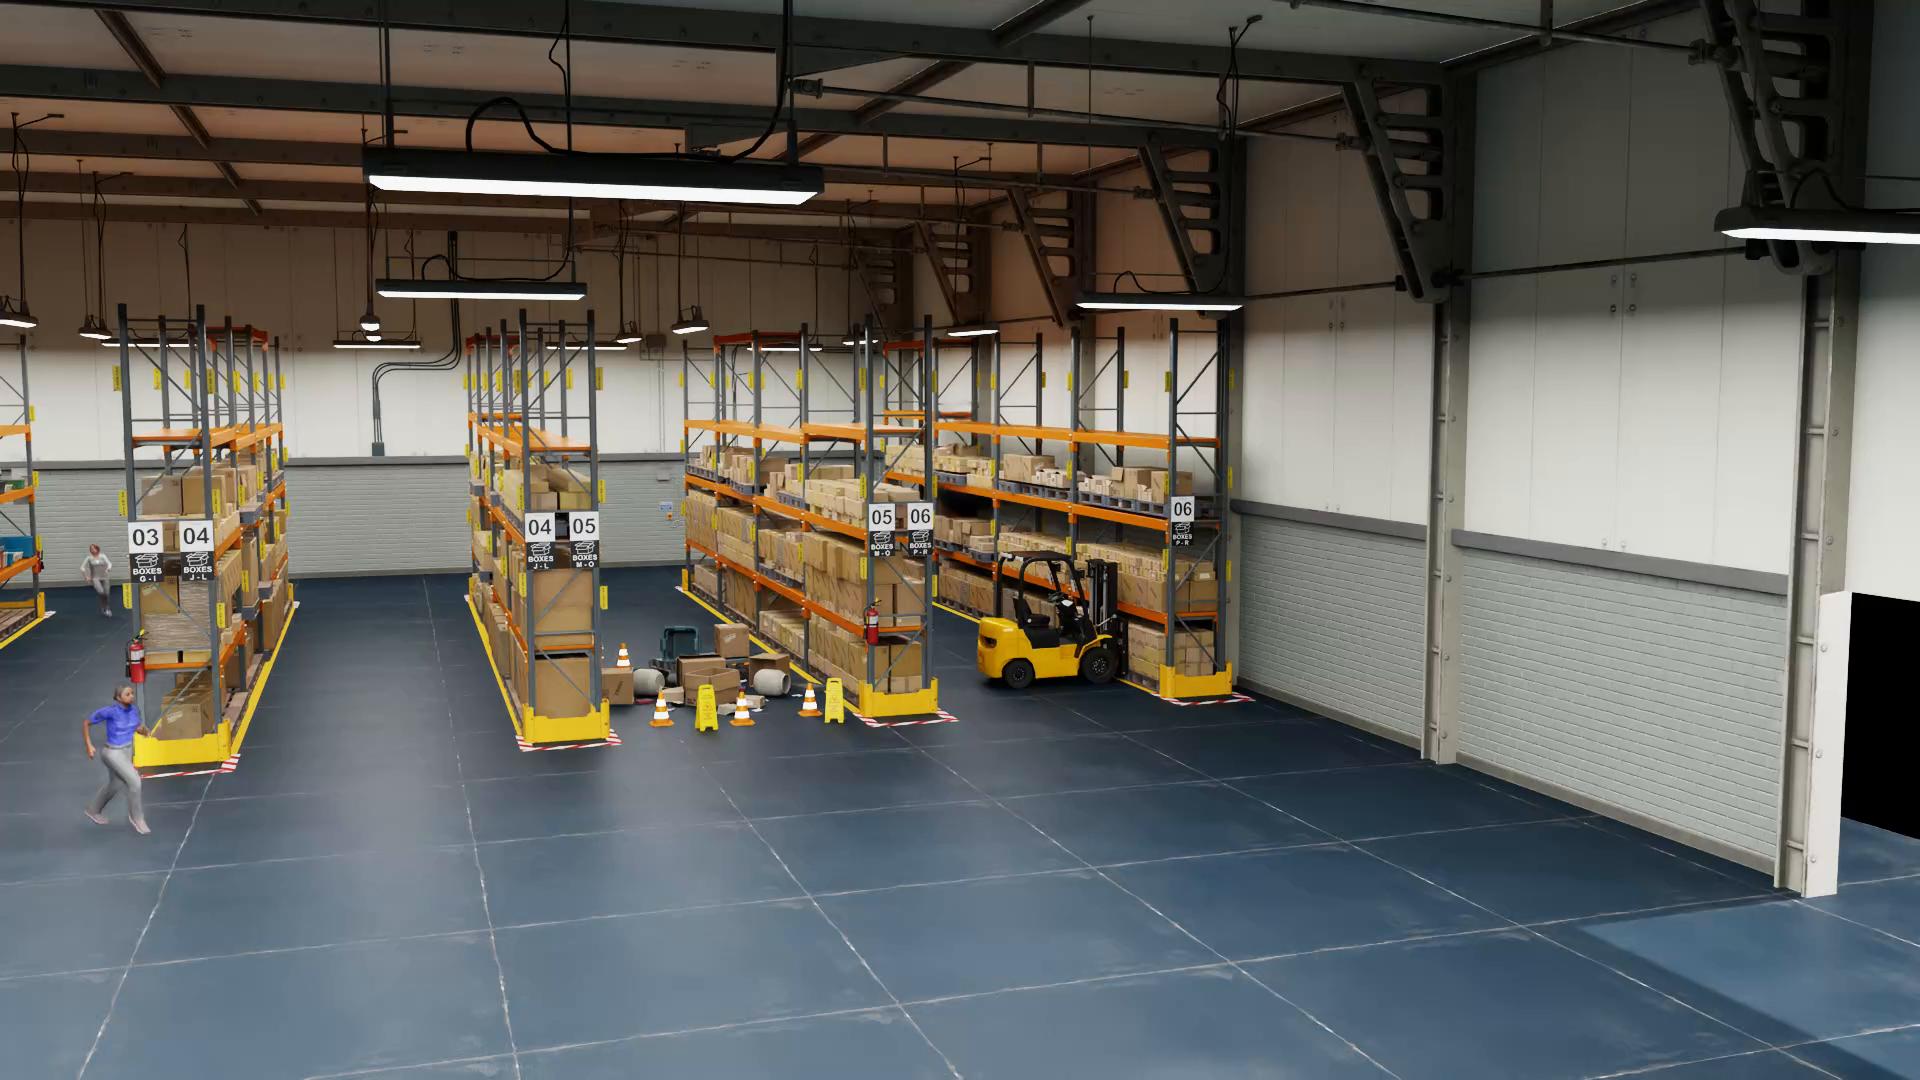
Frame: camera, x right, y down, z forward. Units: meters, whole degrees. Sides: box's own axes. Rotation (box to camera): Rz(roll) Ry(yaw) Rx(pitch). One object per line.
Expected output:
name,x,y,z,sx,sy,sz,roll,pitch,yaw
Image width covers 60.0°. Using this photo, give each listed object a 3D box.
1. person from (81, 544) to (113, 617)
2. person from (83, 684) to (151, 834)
person,-18.385,0.863,35.477,0.587,1.571,0.605,-4,7,-39
person,-9.406,2.440,18.522,0.831,1.697,0.599,1,6,12
